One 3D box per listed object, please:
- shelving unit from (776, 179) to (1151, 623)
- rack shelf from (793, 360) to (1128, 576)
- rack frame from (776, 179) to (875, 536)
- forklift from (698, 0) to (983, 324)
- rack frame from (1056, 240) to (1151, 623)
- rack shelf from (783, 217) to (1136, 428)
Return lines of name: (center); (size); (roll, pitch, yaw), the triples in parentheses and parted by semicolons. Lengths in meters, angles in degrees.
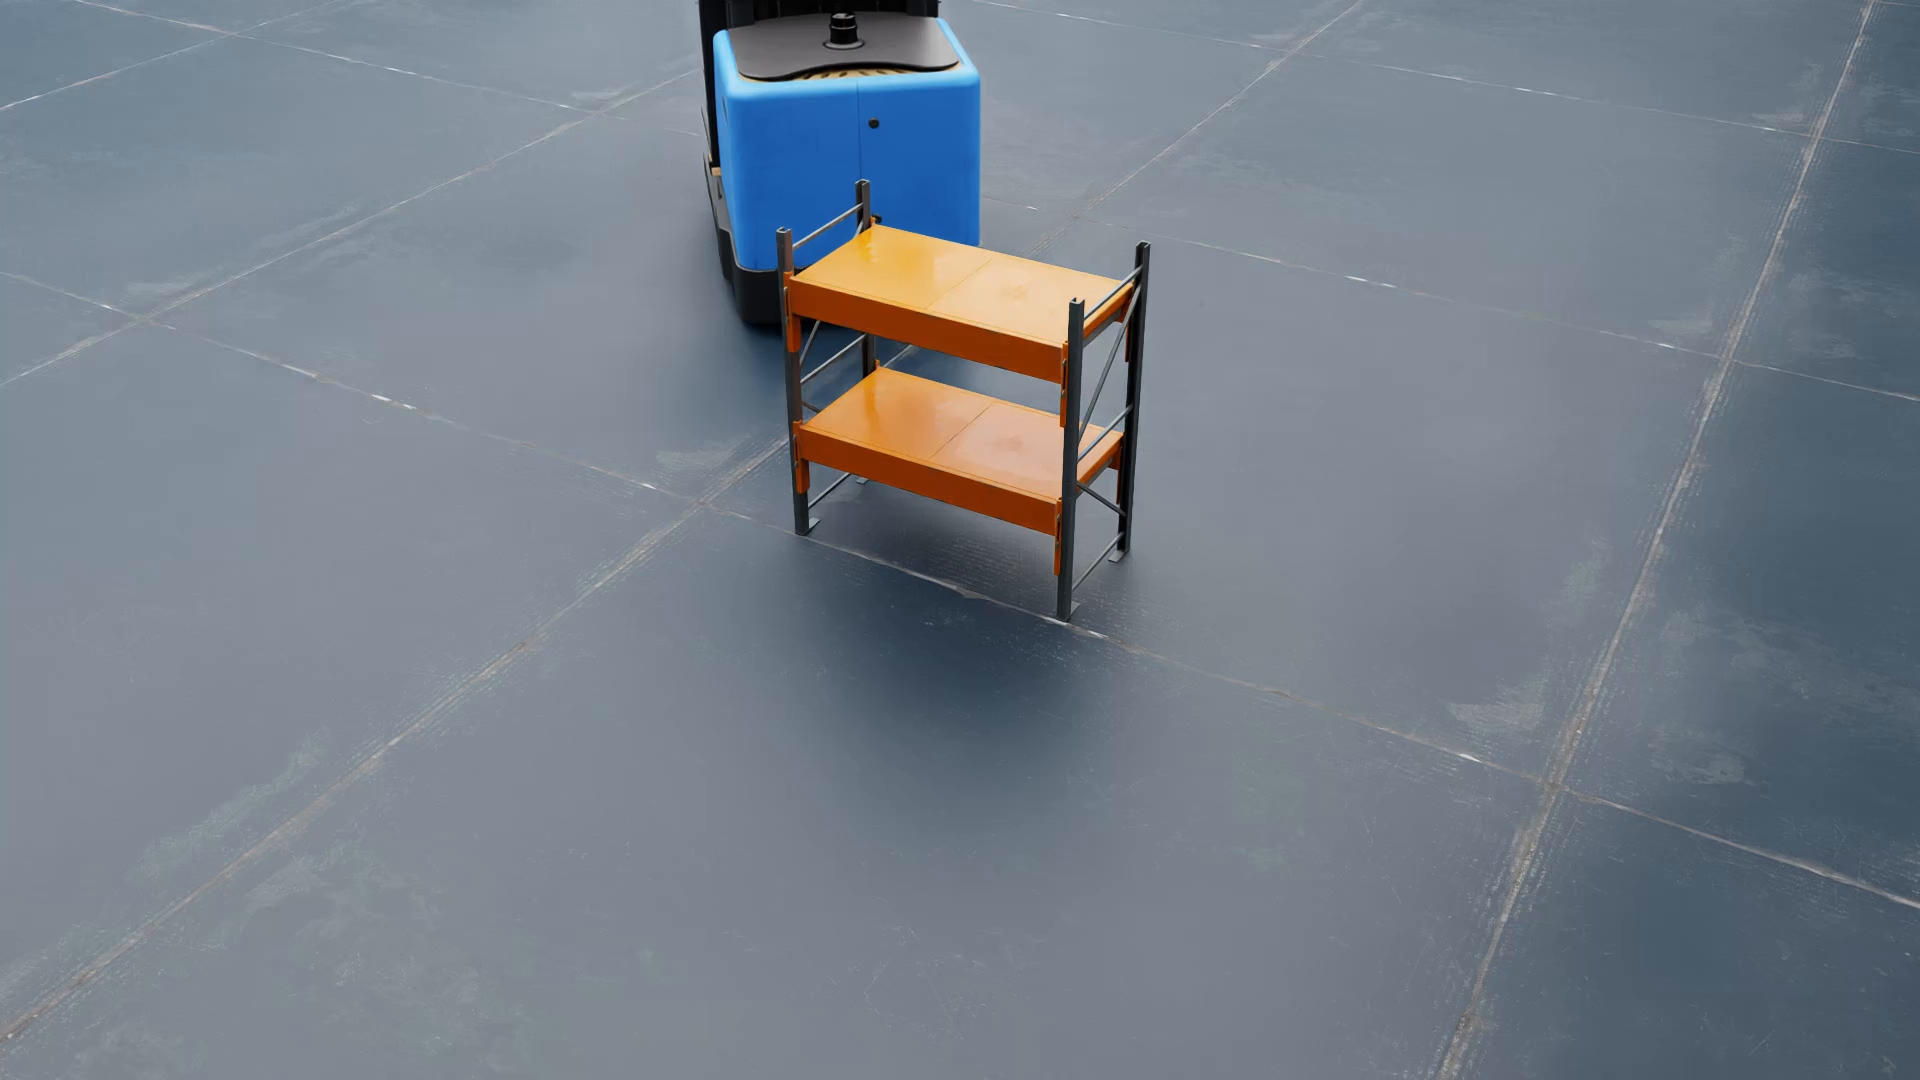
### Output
shelving unit: (0.006, -0.466, 5.435); (1.048, 1.125, 0.538); (18, 37, 24)
rack shelf: (0.006, -0.263, 5.571); (1.000, 0.278, 0.538); (18, 37, 24)
rack frame: (-0.435, -0.606, 5.645); (0.032, 1.125, 0.500); (18, 37, 24)
forklift: (-0.689, -2.936, 7.515); (1.130, 2.935, 3.031); (-6, 34, -9)
rack frame: (0.447, -0.327, 5.225); (0.032, 1.125, 0.500); (18, 37, 24)
rack shelf: (0.006, -0.710, 5.273); (1.000, 0.278, 0.538); (18, 37, 24)
